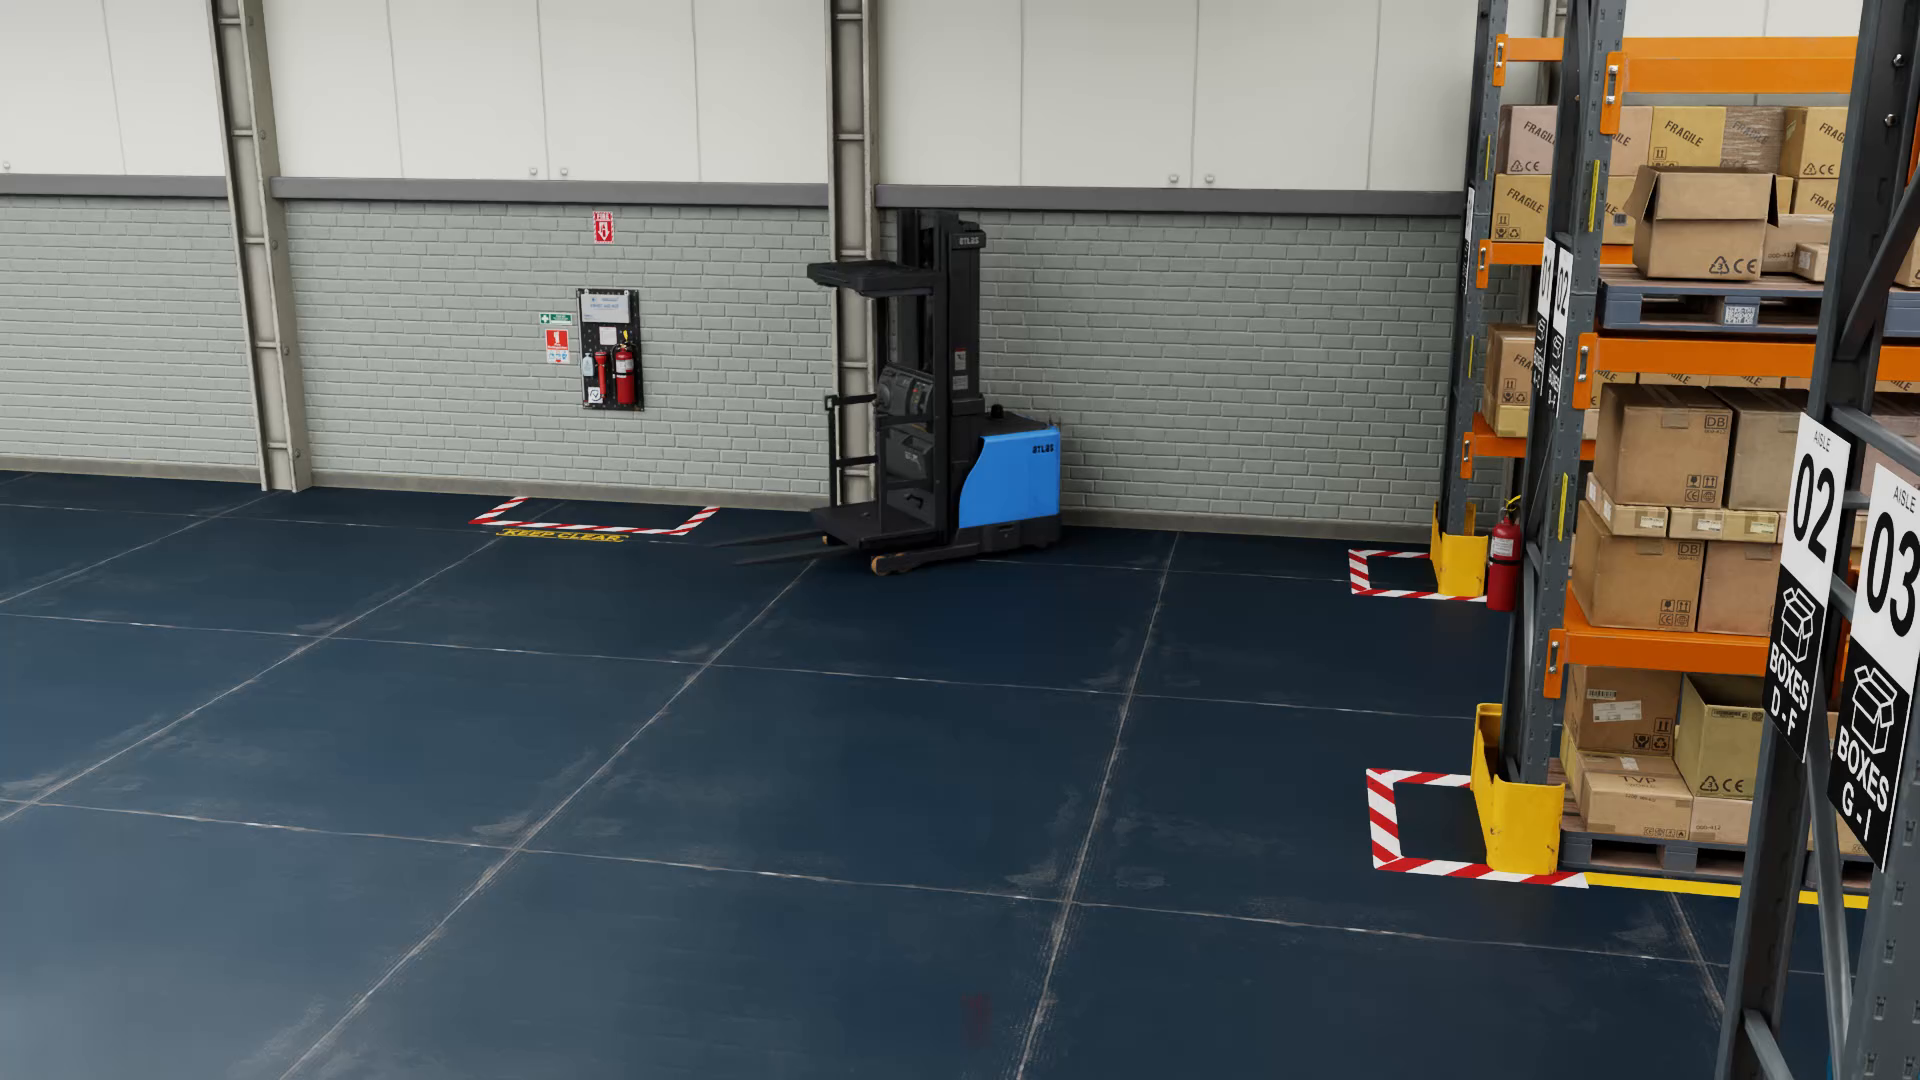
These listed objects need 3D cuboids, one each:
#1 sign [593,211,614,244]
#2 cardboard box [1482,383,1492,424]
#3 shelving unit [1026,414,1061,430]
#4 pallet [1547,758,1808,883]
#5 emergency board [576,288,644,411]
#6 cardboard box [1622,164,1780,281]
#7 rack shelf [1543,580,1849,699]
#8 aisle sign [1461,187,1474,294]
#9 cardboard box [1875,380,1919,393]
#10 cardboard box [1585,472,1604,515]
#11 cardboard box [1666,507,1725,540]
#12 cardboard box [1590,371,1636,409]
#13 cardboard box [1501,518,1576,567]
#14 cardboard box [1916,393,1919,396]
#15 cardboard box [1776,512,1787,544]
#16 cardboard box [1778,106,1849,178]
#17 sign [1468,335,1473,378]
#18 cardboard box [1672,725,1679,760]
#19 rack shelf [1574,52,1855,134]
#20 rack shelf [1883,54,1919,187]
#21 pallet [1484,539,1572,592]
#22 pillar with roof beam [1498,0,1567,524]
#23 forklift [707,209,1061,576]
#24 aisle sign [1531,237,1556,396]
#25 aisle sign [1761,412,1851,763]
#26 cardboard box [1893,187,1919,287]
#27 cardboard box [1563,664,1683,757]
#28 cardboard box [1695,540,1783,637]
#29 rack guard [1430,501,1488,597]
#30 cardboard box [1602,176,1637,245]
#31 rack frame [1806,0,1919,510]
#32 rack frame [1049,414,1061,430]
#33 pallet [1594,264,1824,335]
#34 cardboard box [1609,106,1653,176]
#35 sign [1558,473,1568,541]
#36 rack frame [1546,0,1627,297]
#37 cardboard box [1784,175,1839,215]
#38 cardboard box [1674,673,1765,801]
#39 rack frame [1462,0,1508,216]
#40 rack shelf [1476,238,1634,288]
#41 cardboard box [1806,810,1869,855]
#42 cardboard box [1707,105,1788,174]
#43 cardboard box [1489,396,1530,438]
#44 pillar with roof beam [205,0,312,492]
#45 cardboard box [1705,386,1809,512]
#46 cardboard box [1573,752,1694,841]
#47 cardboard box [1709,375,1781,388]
[{"bbox_3d":[-3.355,-2.942,15.651,0.199,0.298,0.001,3,16,11],"label":"sign"},{"bbox_3d":[4.565,-1.112,13.630,0.500,0.250,0.500,3,16,12],"label":"cardboard box"},{"bbox_3d":[0.747,-0.615,15.233,0.252,1.050,0.215,-6,16,-24],"label":"shelving unit"},{"bbox_3d":[3.843,1.521,9.105,1.213,0.211,1.003,3,16,11],"label":"pallet"},{"bbox_3d":[-3.367,-1.798,15.865,0.643,1.169,0.194,3,16,11],"label":"emergency board"},{"bbox_3d":[3.647,-1.586,8.237,0.637,0.503,0.797,4,16,15],"label":"cardboard box"},{"bbox_3d":[5.045,0.601,8.552,4.000,0.370,1.077,3,16,11],"label":"rack shelf"},{"bbox_3d":[3.938,-2.327,12.903,0.004,0.787,0.394,3,16,11],"label":"aisle sign"},{"bbox_3d":[6.973,-1.204,12.558,0.500,0.500,0.500,3,16,11],"label":"cardboard box"},{"bbox_3d":[3.497,-0.243,8.847,0.250,0.149,0.380,3,16,10],"label":"cardboard box"},{"bbox_3d":[3.686,-0.123,8.414,0.250,0.149,0.380,3,16,10],"label":"cardboard box"},{"bbox_3d":[4.959,-1.314,12.957,0.500,0.500,0.500,3,16,11],"label":"cardboard box"},{"bbox_3d":[4.729,-0.004,13.602,0.500,0.311,0.500,1,16,5],"label":"cardboard box"},{"bbox_3d":[5.093,-0.415,8.254,0.500,0.500,0.700,3,16,11],"label":"cardboard box"},{"bbox_3d":[4.177,-0.095,8.314,0.250,0.149,0.380,3,16,10],"label":"cardboard box"},{"bbox_3d":[6.390,-2.928,12.227,0.500,0.500,0.500,3,16,9],"label":"cardboard box"},{"bbox_3d":[3.961,-1.424,12.891,0.005,0.325,0.100,3,16,11],"label":"sign"},{"bbox_3d":[4.162,1.245,9.243,0.500,0.250,0.500,3,16,11],"label":"cardboard box"},{"bbox_3d":[5.045,-2.098,7.805,4.000,0.370,1.077,3,16,11],"label":"rack shelf"},{"bbox_3d":[4.054,-0.802,3.128,4.000,0.370,1.077,3,16,11],"label":"rack shelf"},{"bbox_3d":[4.932,0.252,13.688,1.213,0.211,1.003,3,16,11],"label":"pallet"},{"bbox_3d":[4.069,-3.103,9.335,0.400,9.000,9.100,3,16,11],"label":"pillar with roof beam"},{"bbox_3d":[-0.648,-1.274,14.100,3.031,2.935,1.130,-8,18,-28],"label":"forklift"},{"bbox_3d":[3.079,-1.186,8.783,0.004,0.787,0.394,3,16,11],"label":"aisle sign"},{"bbox_3d":[2.083,0.109,4.111,0.004,0.787,0.394,3,16,11],"label":"aisle sign"},{"bbox_3d":[4.658,-1.456,7.775,0.500,0.500,0.500,3,16,11],"label":"cardboard box"},{"bbox_3d":[3.670,0.860,9.229,0.500,0.500,0.500,3,16,11],"label":"cardboard box"},{"bbox_3d":[4.056,0.154,8.629,0.500,0.500,0.700,4,16,13],"label":"cardboard box"},{"bbox_3d":[4.143,0.060,13.838,0.348,0.500,1.175,3,16,11],"label":"rack guard"},{"bbox_3d":[4.866,-2.531,12.666,0.500,0.500,0.500,4,16,15],"label":"cardboard box"},{"bbox_3d":[2.094,-1.448,3.362,0.127,3.000,1.000,3,16,11],"label":"rack frame"},{"bbox_3d":[0.857,-0.626,15.283,0.008,1.050,0.200,-6,16,-24],"label":"rack frame"},{"bbox_3d":[3.773,-1.211,8.292,1.213,0.211,1.003,3,16,11],"label":"pallet"},{"bbox_3d":[4.879,-3.010,12.522,0.500,0.500,0.500,3,16,10],"label":"cardboard box"},{"bbox_3d":[2.969,-0.163,8.191,0.005,0.325,0.100,3,16,11],"label":"sign"},{"bbox_3d":[3.085,-2.744,8.040,0.127,3.000,1.000,3,16,11],"label":"rack frame"},{"bbox_3d":[6.401,-2.451,12.378,0.500,0.500,0.500,2,16,9],"label":"cardboard box"},{"bbox_3d":[4.057,1.022,8.644,0.500,0.500,0.500,3,16,11],"label":"cardboard box"},{"bbox_3d":[4.069,-4.040,12.718,0.127,3.000,1.000,3,16,11],"label":"rack frame"},{"bbox_3d":[6.028,-2.141,12.831,4.000,0.370,1.077,3,16,11],"label":"rack shelf"},{"bbox_3d":[4.547,1.409,8.649,0.500,0.250,0.500,3,16,11],"label":"cardboard box"},{"bbox_3d":[6.050,-3.092,12.820,0.500,0.500,0.500,3,16,11],"label":"cardboard box"},{"bbox_3d":[4.483,-0.977,13.143,0.500,0.250,0.500,3,16,9],"label":"cardboard box"},{"bbox_3d":[-7.690,-3.741,11.640,0.400,9.000,9.100,3,16,11],"label":"pillar with roof beam"},{"bbox_3d":[4.108,-0.468,8.446,0.500,0.500,0.700,3,16,10],"label":"cardboard box"},{"bbox_3d":[3.566,1.357,8.838,0.500,0.250,0.500,3,16,11],"label":"cardboard box"},{"bbox_3d":[5.972,-1.261,12.764,0.500,0.500,0.500,4,16,13],"label":"cardboard box"}]
